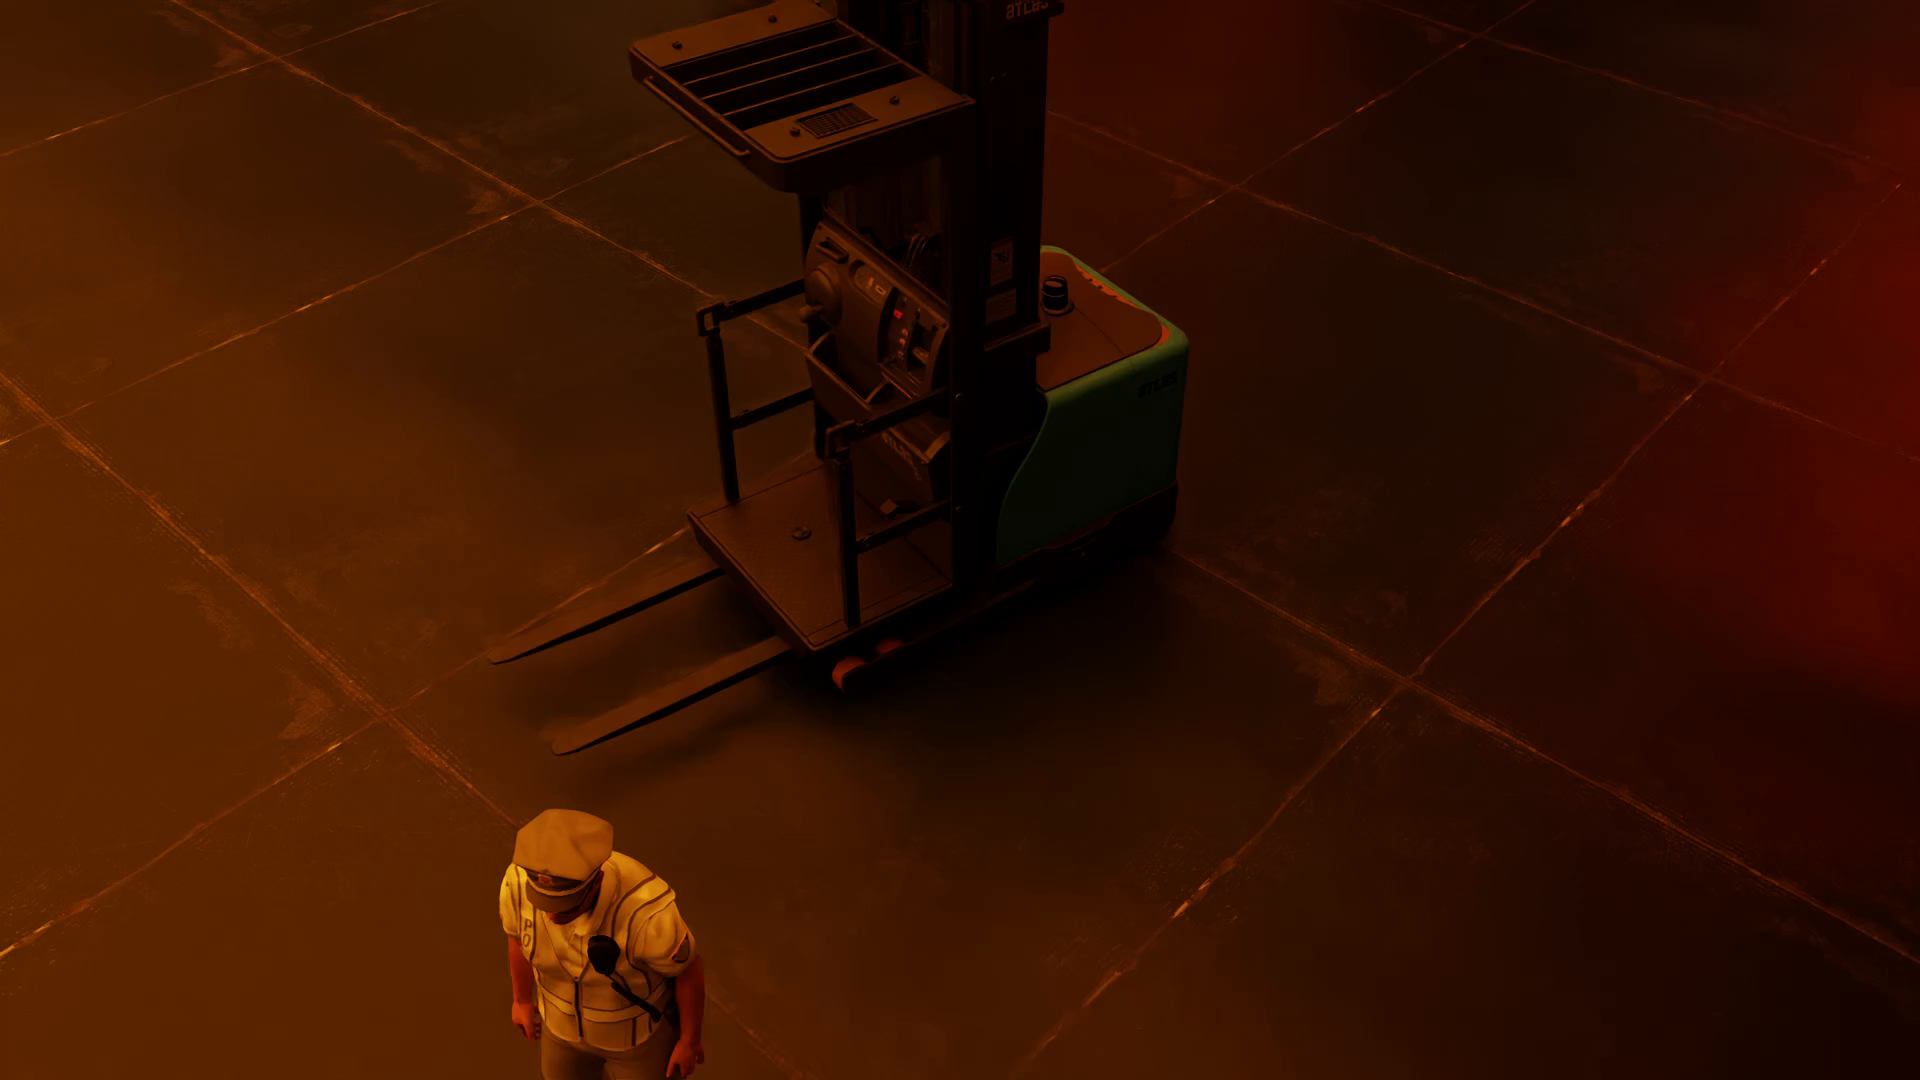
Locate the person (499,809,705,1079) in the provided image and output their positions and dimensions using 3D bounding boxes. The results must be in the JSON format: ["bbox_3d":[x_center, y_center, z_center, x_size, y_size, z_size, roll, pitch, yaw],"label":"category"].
[{"bbox_3d":[-1.005,1.347,4.767,0.600,1.745,0.443,11,42,12],"label":"person"}]

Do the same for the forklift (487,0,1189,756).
[{"bbox_3d":[-0.506,-0.863,6.435,3.031,2.935,1.130,-25,46,-26],"label":"forklift"}]
